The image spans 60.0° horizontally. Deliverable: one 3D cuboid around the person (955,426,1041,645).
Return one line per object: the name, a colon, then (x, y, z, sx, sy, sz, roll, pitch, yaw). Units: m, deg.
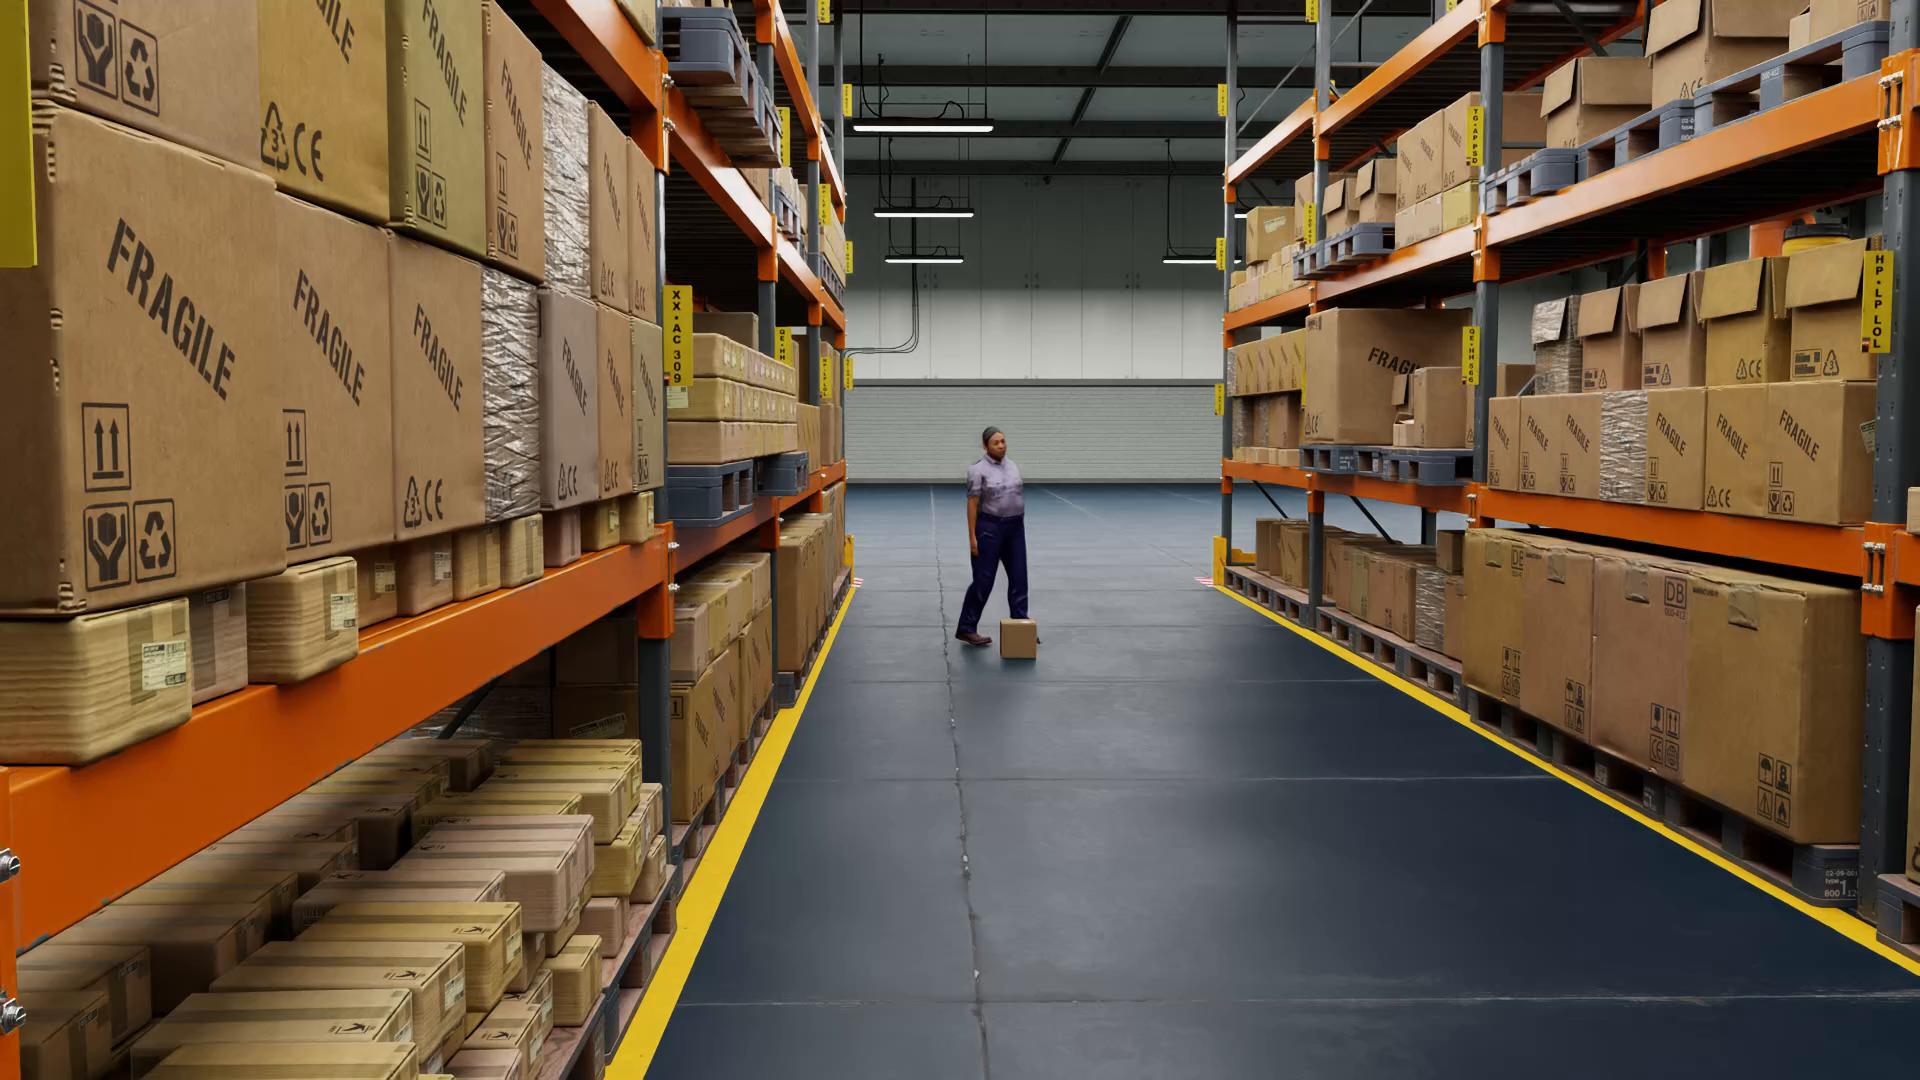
person: (0.303, -0.030, 12.460, 0.483, 1.642, 0.574, -3, 5, -38)
